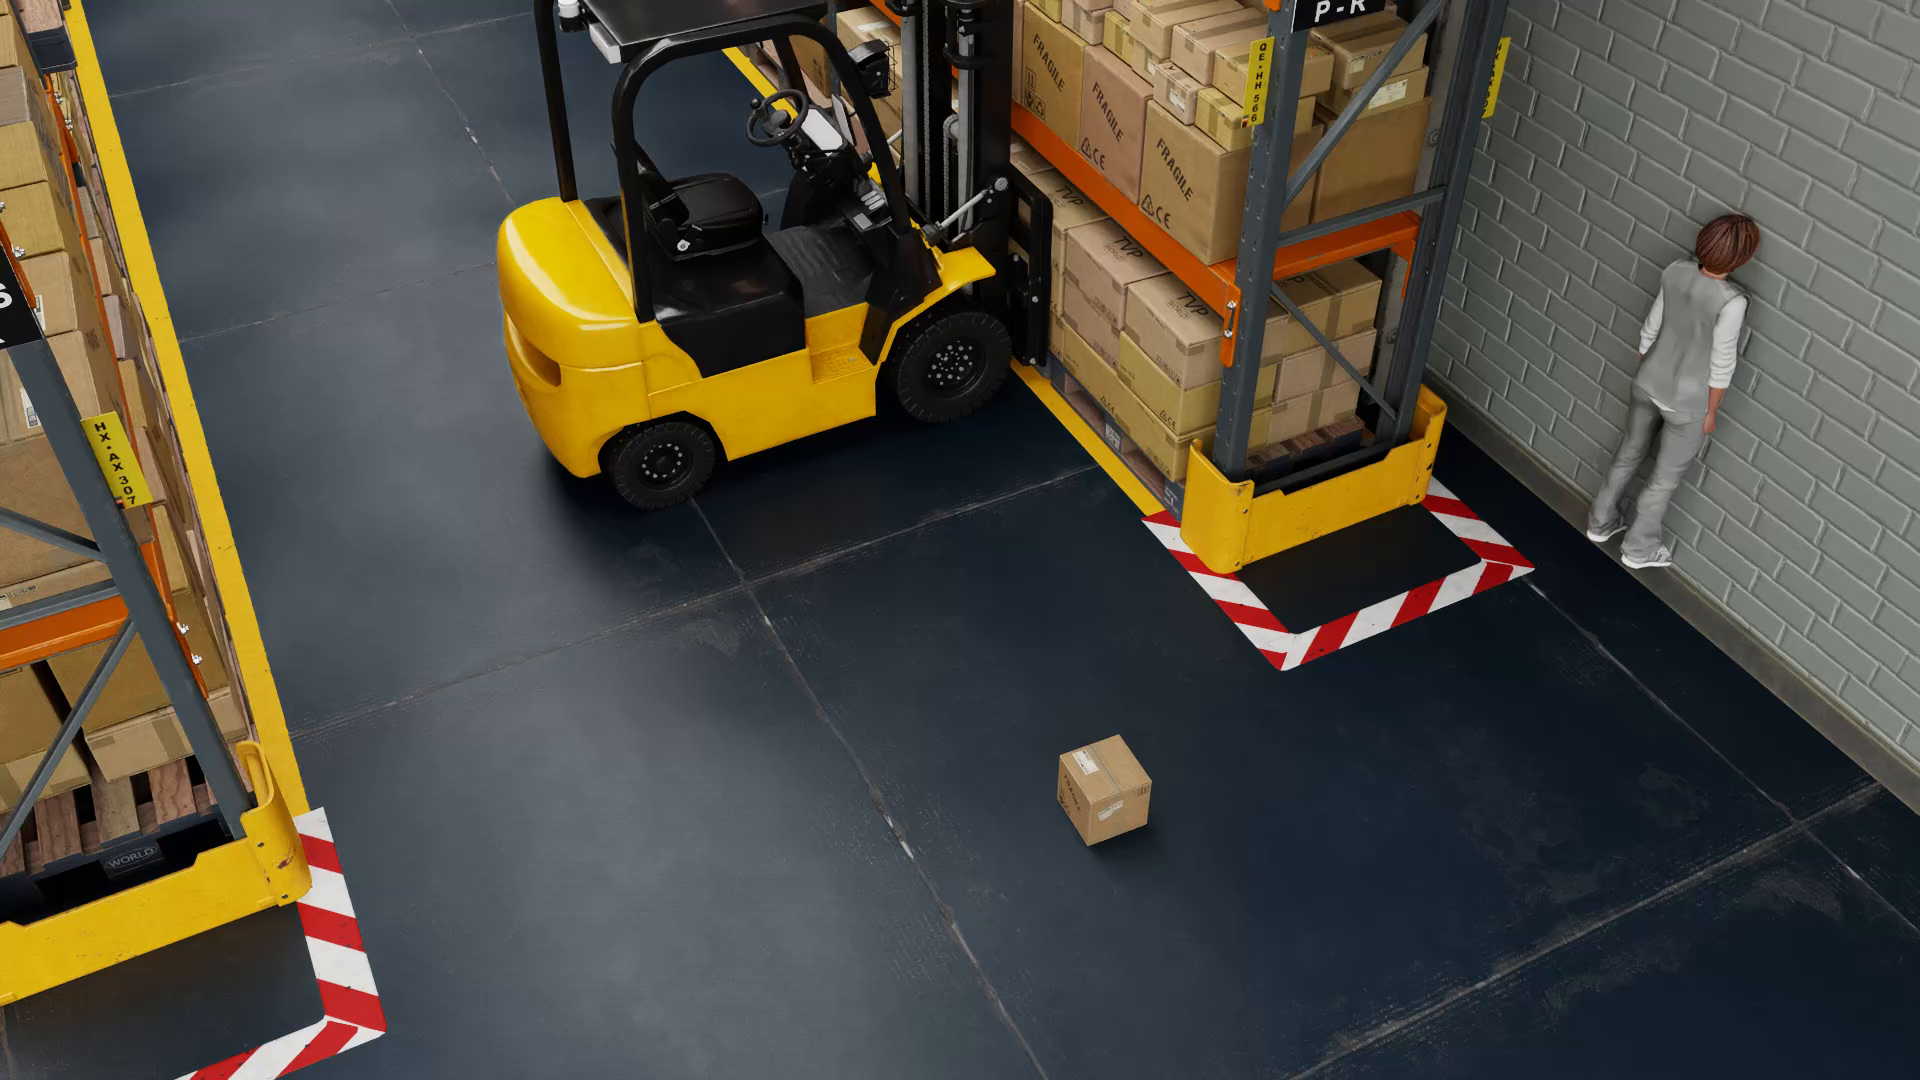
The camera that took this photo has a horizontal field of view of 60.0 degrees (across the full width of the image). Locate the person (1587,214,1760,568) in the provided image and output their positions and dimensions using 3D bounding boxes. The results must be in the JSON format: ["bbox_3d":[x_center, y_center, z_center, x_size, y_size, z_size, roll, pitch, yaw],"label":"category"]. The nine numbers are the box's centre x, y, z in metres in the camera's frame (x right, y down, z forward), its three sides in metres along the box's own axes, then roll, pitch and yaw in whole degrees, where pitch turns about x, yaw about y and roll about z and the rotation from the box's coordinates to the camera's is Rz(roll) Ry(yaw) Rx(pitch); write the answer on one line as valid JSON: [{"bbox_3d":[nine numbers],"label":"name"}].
[{"bbox_3d":[2.835,-0.582,6.582,0.309,1.604,0.407,-20,46,-21],"label":"person"}]
